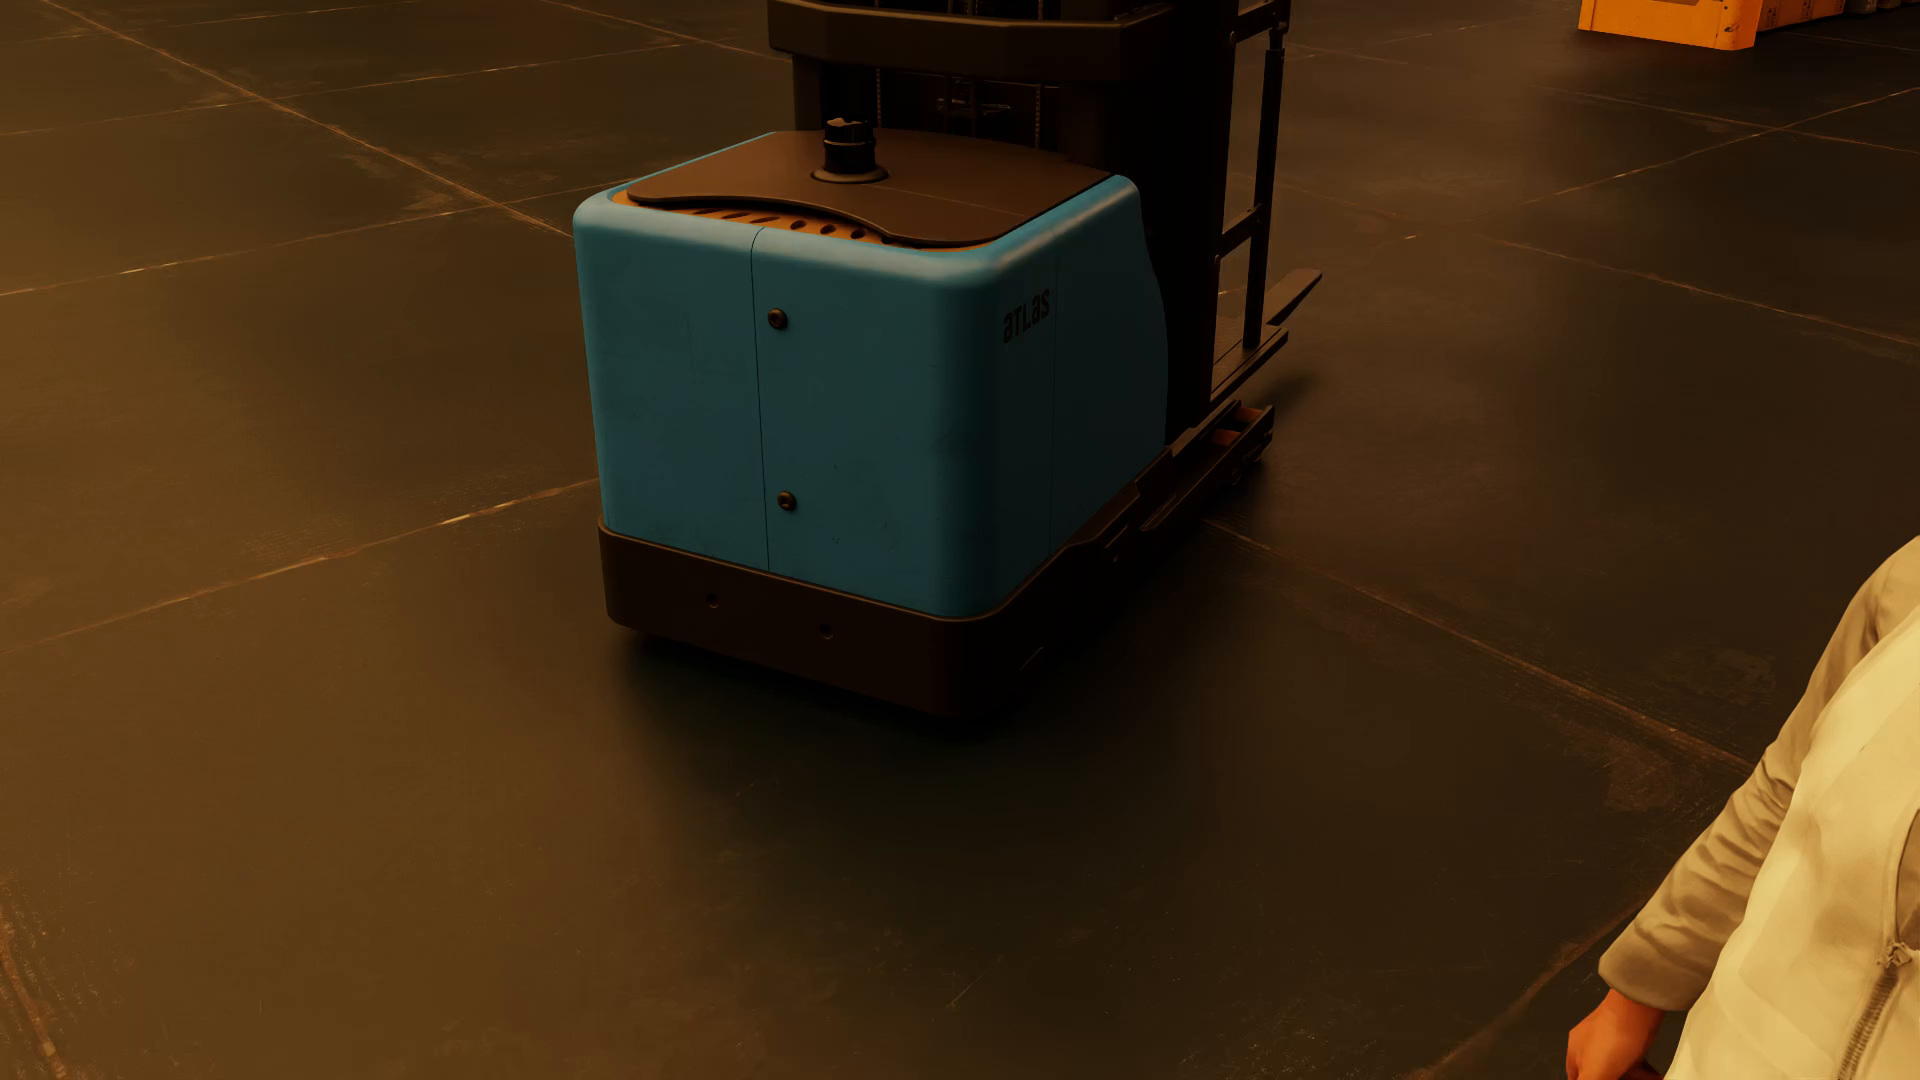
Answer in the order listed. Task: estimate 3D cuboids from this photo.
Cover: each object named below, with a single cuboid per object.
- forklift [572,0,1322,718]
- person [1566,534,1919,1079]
[{"bbox_3d":[0.285,-1.552,4.331,1.130,2.935,3.031,13,29,25],"label":"forklift"},{"bbox_3d":[0.685,0.592,1.297,0.569,1.775,0.629,-11,28,-21],"label":"person"}]
